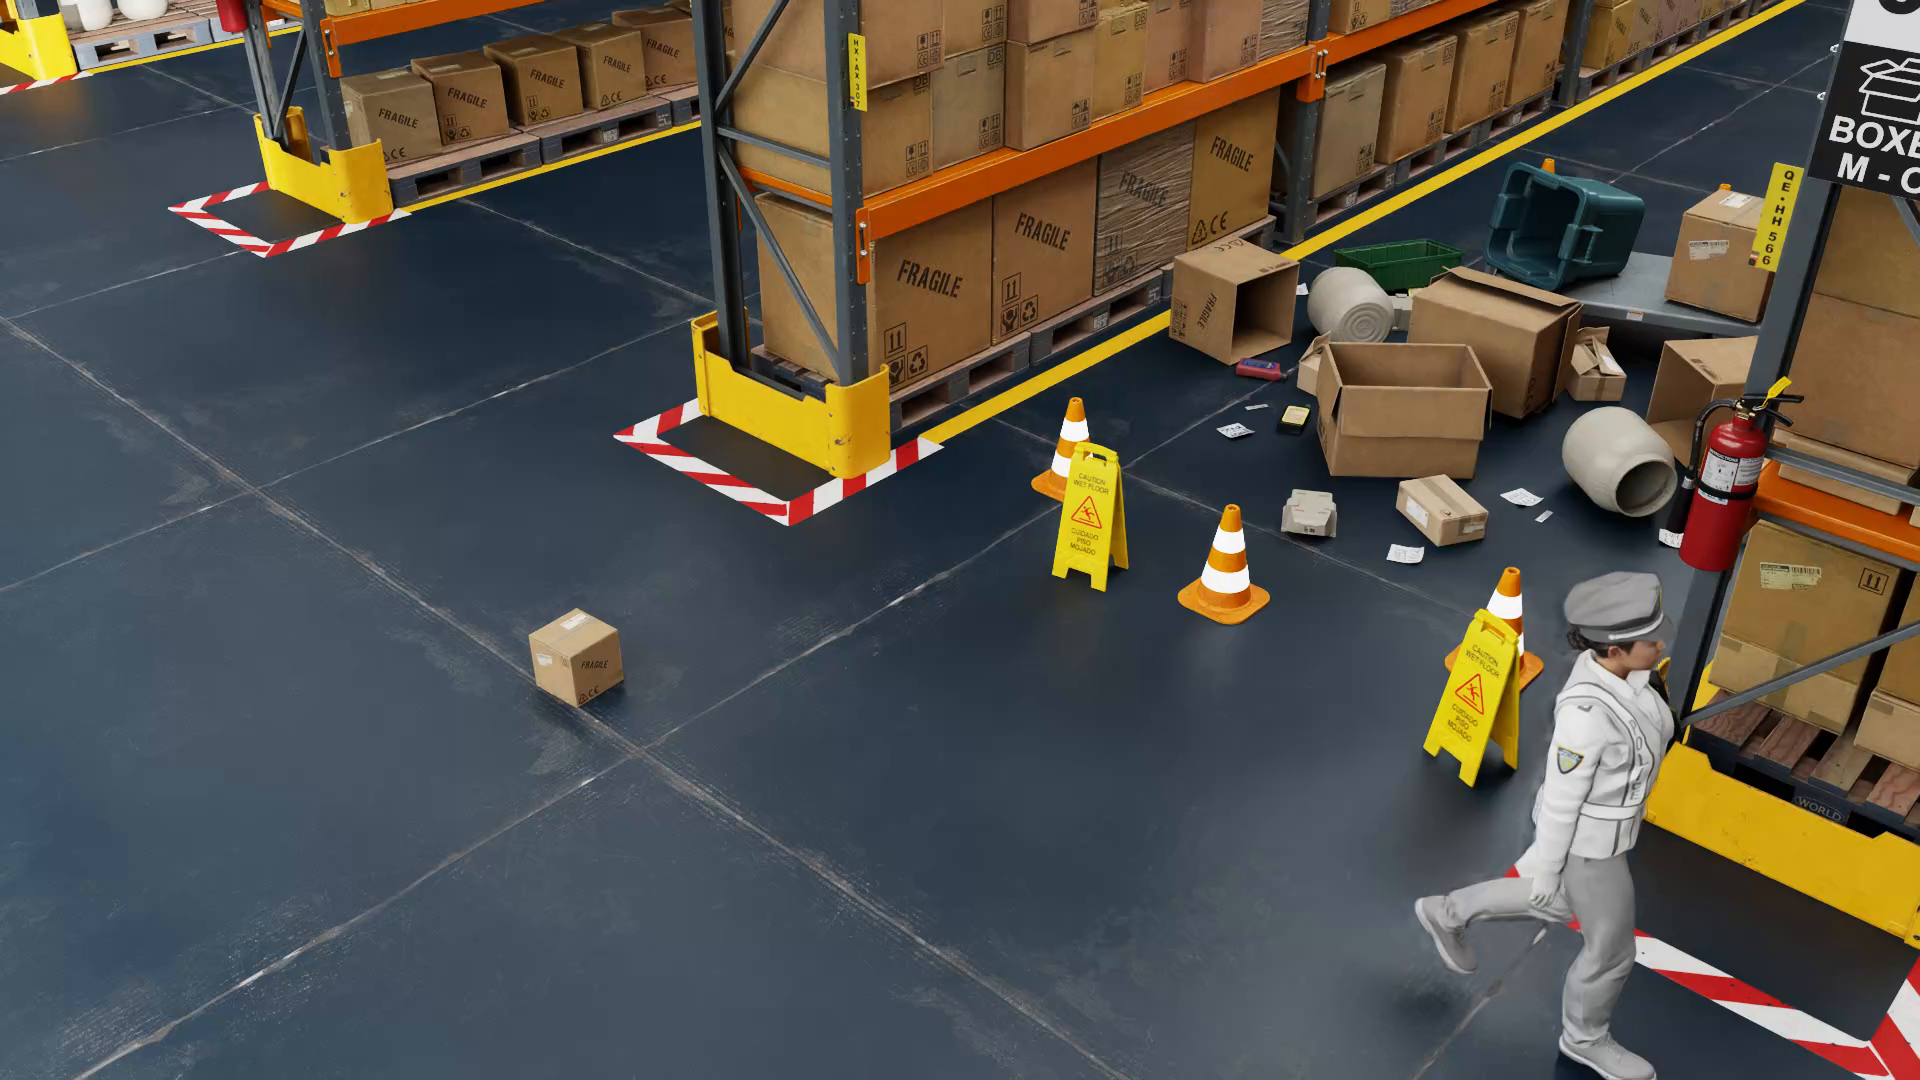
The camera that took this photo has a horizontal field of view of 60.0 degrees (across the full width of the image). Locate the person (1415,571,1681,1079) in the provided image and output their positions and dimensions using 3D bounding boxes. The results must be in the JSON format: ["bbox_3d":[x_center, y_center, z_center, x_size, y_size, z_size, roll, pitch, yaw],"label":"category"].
[{"bbox_3d":[1.770,0.796,4.787,0.805,1.658,0.489,17,35,25],"label":"person"}]
